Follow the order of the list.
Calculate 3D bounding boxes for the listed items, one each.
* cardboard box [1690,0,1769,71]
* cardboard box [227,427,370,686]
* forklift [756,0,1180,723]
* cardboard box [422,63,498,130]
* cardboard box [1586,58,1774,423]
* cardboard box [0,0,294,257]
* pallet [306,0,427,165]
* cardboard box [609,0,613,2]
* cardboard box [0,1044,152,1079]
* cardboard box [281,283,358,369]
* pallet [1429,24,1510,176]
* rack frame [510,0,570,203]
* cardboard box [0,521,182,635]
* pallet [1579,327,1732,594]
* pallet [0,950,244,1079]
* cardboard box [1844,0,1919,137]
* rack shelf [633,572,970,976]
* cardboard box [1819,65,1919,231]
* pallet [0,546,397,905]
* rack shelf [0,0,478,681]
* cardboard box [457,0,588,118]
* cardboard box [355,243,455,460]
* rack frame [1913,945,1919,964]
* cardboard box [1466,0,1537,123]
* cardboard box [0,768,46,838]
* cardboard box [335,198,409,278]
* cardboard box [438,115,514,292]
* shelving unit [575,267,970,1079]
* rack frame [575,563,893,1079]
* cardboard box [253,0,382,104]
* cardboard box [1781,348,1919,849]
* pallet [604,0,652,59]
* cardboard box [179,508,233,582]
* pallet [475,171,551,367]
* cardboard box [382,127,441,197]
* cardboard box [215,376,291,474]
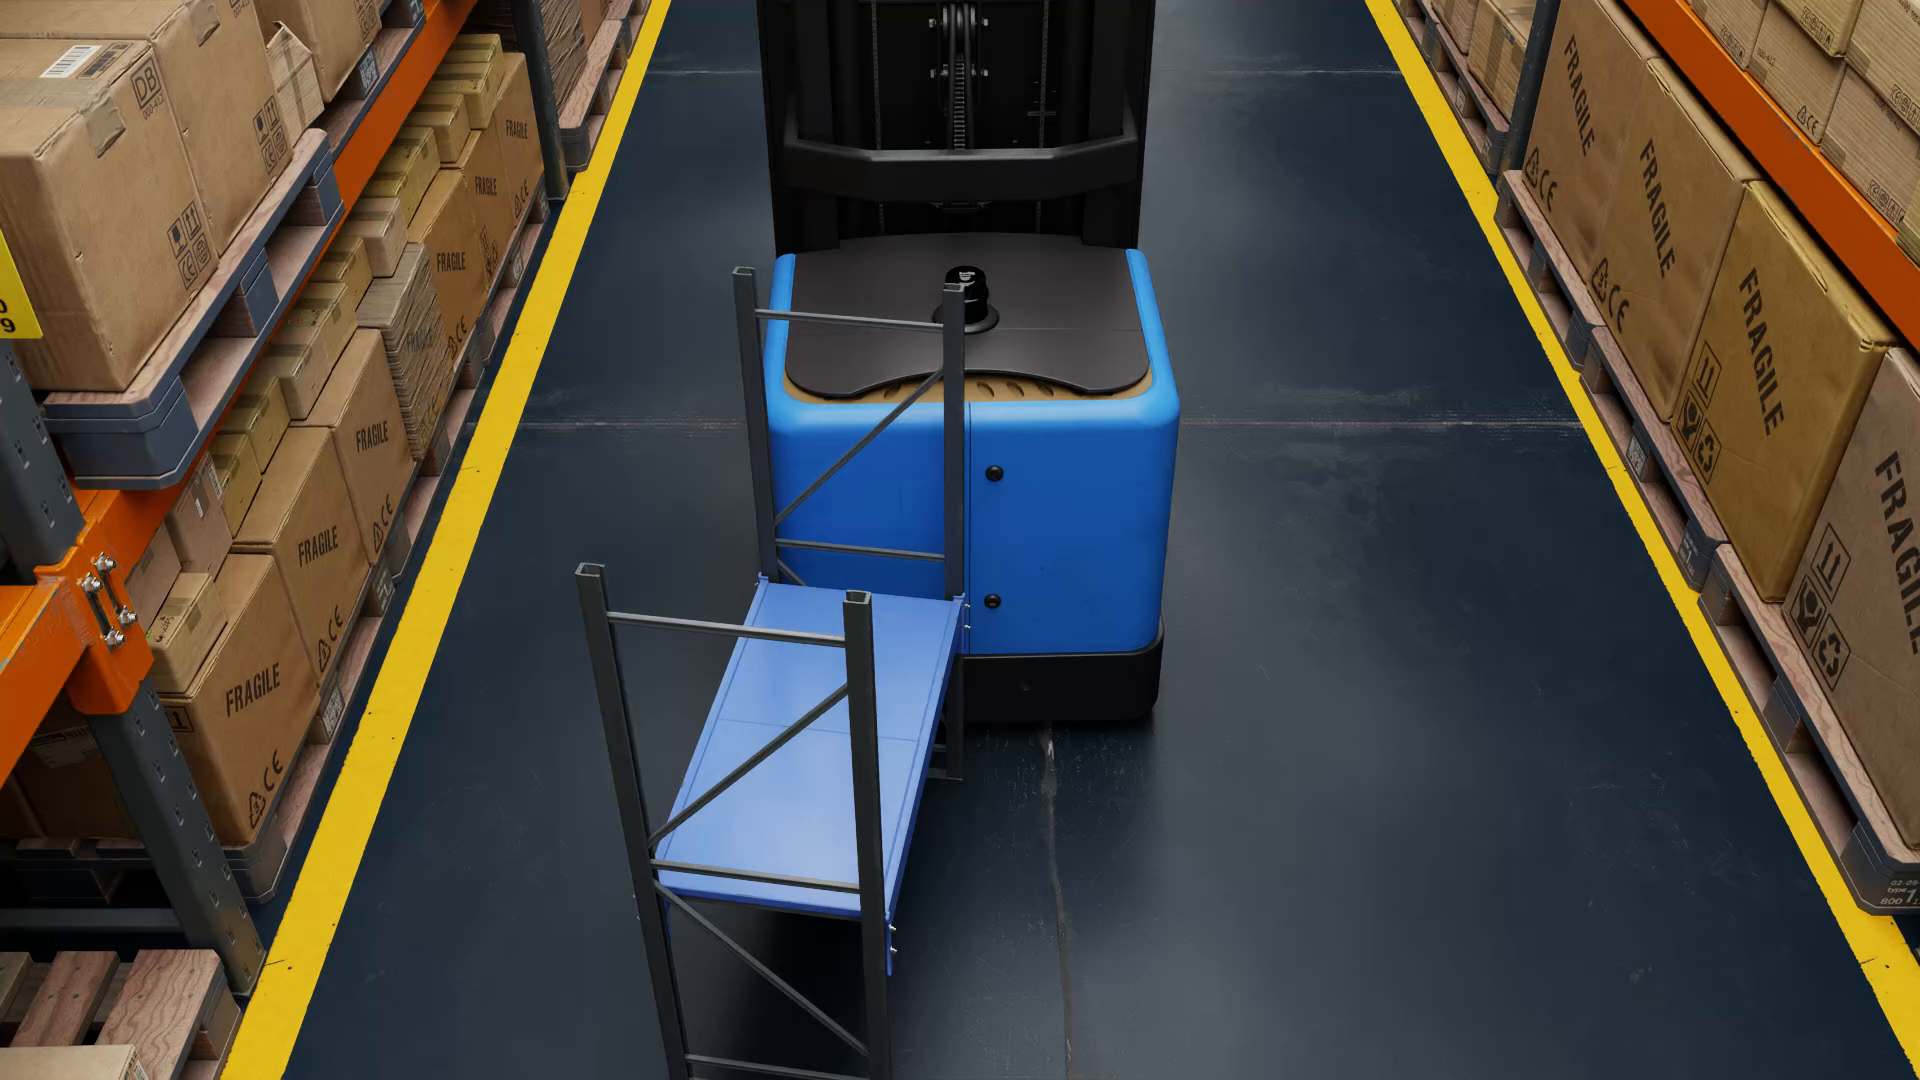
[{"bbox_3d":[2.556,-1.625,4.999,0.500,0.250,0.500,1,39,1],"label":"cardboard box"},{"bbox_3d":[-1.951,0.045,4.459,0.500,0.500,0.500,-1,39,-1],"label":"cardboard box"},{"bbox_3d":[-0.018,-1.538,4.825,1.130,2.935,3.031,-1,39,-1],"label":"forklift"},{"bbox_3d":[-1.885,-1.595,5.986,0.380,0.149,0.250,-2,39,-2],"label":"cardboard box"},{"bbox_3d":[2.708,-0.984,5.442,0.875,0.875,0.875,0,39,1],"label":"cardboard box"},{"bbox_3d":[-1.943,-0.961,3.634,0.700,0.500,0.500,0,39,0],"label":"cardboard box"},{"bbox_3d":[-2.163,-1.342,4.679,1.003,0.211,1.213,0,39,0],"label":"pallet"},{"bbox_3d":[-2.167,-3.090,8.270,0.875,0.625,0.625,-2,39,-2],"label":"cardboard box"},{"bbox_3d":[-1.871,1.165,3.341,0.380,0.149,0.250,-1,39,-1],"label":"cardboard box"},{"bbox_3d":[-1.964,-0.614,4.762,0.380,0.149,0.250,1,39,2],"label":"cardboard box"},{"bbox_3d":[2.794,-2.039,7.626,1.003,0.211,1.213,0,39,0],"label":"pallet"},{"bbox_3d":[-2.170,-2.633,6.137,1.000,3.000,0.127,0,39,0],"label":"rack frame"},{"bbox_3d":[-1.960,0.087,3.650,0.380,0.149,0.250,-1,39,-1],"label":"cardboard box"},{"bbox_3d":[2.718,-0.296,5.451,1.003,0.211,1.213,0,39,0],"label":"pallet"},{"bbox_3d":[-2.166,1.386,3.351,1.003,0.211,1.213,0,39,0],"label":"pallet"},{"bbox_3d":[2.540,-1.186,4.051,0.500,0.250,0.500,1,39,1],"label":"cardboard box"},{"bbox_3d":[-0.317,0.483,3.736,0.538,0.185,1.000,6,39,7],"label":"rack shelf"},{"bbox_3d":[2.565,-0.993,4.210,0.500,0.250,0.500,-1,39,-1],"label":"cardboard box"},{"bbox_3d":[-2.204,0.448,4.522,1.003,0.211,1.213,0,39,0],"label":"pallet"},{"bbox_3d":[-2.168,-1.101,4.801,1.077,0.370,4.000,0,39,0],"label":"rack shelf"},{"bbox_3d":[-2.157,-2.260,7.235,0.875,0.625,0.625,1,39,1],"label":"cardboard box"},{"bbox_3d":[-1.942,-0.592,5.253,0.500,0.500,0.500,-1,39,-2],"label":"cardboard box"},{"bbox_3d":[2.798,-0.137,3.023,1.000,3.000,0.127,0,39,0],"label":"rack frame"},{"bbox_3d":[2.803,-2.130,7.275,0.950,0.372,0.625,-2,39,-3],"label":"cardboard box"},{"bbox_3d":[-2.462,0.373,4.048,0.500,0.500,0.500,0,39,0],"label":"cardboard box"},{"bbox_3d":[-1.943,-0.936,5.164,0.380,0.149,0.250,-2,39,-2],"label":"cardboard box"},{"bbox_3d":[-1.964,-1.244,6.067,0.500,0.500,0.500,-1,39,-1],"label":"cardboard box"},{"bbox_3d":[-0.317,0.343,3.623,0.538,1.500,1.048,6,39,7],"label":"shelving unit"},{"bbox_3d":[-0.395,0.657,3.231,0.500,1.500,0.032,6,39,7],"label":"rack frame"},{"bbox_3d":[-1.944,-1.452,4.247,0.700,0.500,0.500,0,39,0],"label":"cardboard box"},{"bbox_3d":[2.718,0.140,4.039,0.875,0.875,0.875,1,39,1],"label":"cardboard box"},{"bbox_3d":[-2.130,-2.820,8.601,1.003,0.211,1.213,0,39,0],"label":"pallet"},{"bbox_3d":[-1.977,0.029,3.959,0.380,0.149,0.250,-1,39,-1],"label":"cardboard box"},{"bbox_3d":[-2.207,-1.078,6.426,1.003,0.211,1.213,0,39,0],"label":"pallet"},{"bbox_3d":[-1.974,-1.265,5.574,0.380,0.149,0.250,1,39,1],"label":"cardboard box"},{"bbox_3d":[-2.003,-0.302,4.373,0.380,0.149,0.250,-1,39,-1],"label":"cardboard box"}]
